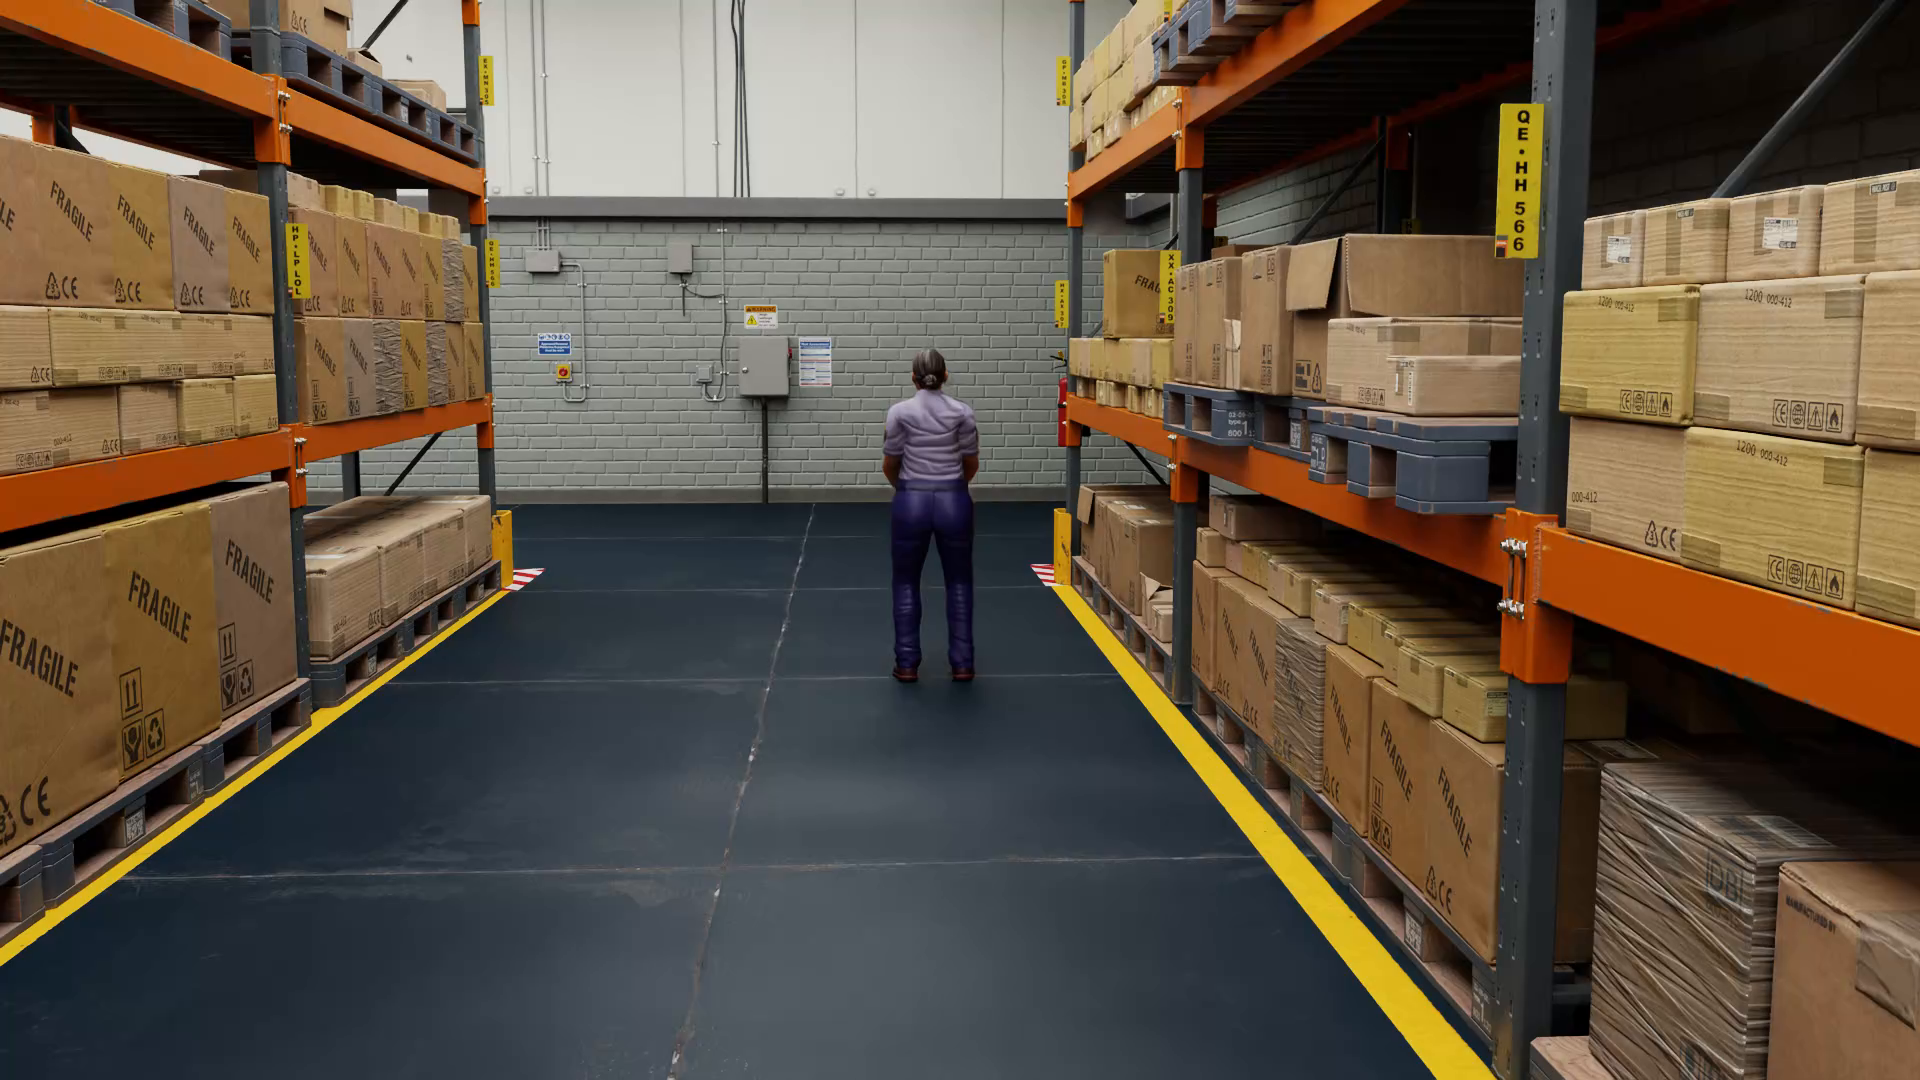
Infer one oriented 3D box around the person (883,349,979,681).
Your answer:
[{"bbox_3d":[-0.149,-0.124,8.357,0.480,1.638,0.498,-1,7,-4],"label":"person"}]
